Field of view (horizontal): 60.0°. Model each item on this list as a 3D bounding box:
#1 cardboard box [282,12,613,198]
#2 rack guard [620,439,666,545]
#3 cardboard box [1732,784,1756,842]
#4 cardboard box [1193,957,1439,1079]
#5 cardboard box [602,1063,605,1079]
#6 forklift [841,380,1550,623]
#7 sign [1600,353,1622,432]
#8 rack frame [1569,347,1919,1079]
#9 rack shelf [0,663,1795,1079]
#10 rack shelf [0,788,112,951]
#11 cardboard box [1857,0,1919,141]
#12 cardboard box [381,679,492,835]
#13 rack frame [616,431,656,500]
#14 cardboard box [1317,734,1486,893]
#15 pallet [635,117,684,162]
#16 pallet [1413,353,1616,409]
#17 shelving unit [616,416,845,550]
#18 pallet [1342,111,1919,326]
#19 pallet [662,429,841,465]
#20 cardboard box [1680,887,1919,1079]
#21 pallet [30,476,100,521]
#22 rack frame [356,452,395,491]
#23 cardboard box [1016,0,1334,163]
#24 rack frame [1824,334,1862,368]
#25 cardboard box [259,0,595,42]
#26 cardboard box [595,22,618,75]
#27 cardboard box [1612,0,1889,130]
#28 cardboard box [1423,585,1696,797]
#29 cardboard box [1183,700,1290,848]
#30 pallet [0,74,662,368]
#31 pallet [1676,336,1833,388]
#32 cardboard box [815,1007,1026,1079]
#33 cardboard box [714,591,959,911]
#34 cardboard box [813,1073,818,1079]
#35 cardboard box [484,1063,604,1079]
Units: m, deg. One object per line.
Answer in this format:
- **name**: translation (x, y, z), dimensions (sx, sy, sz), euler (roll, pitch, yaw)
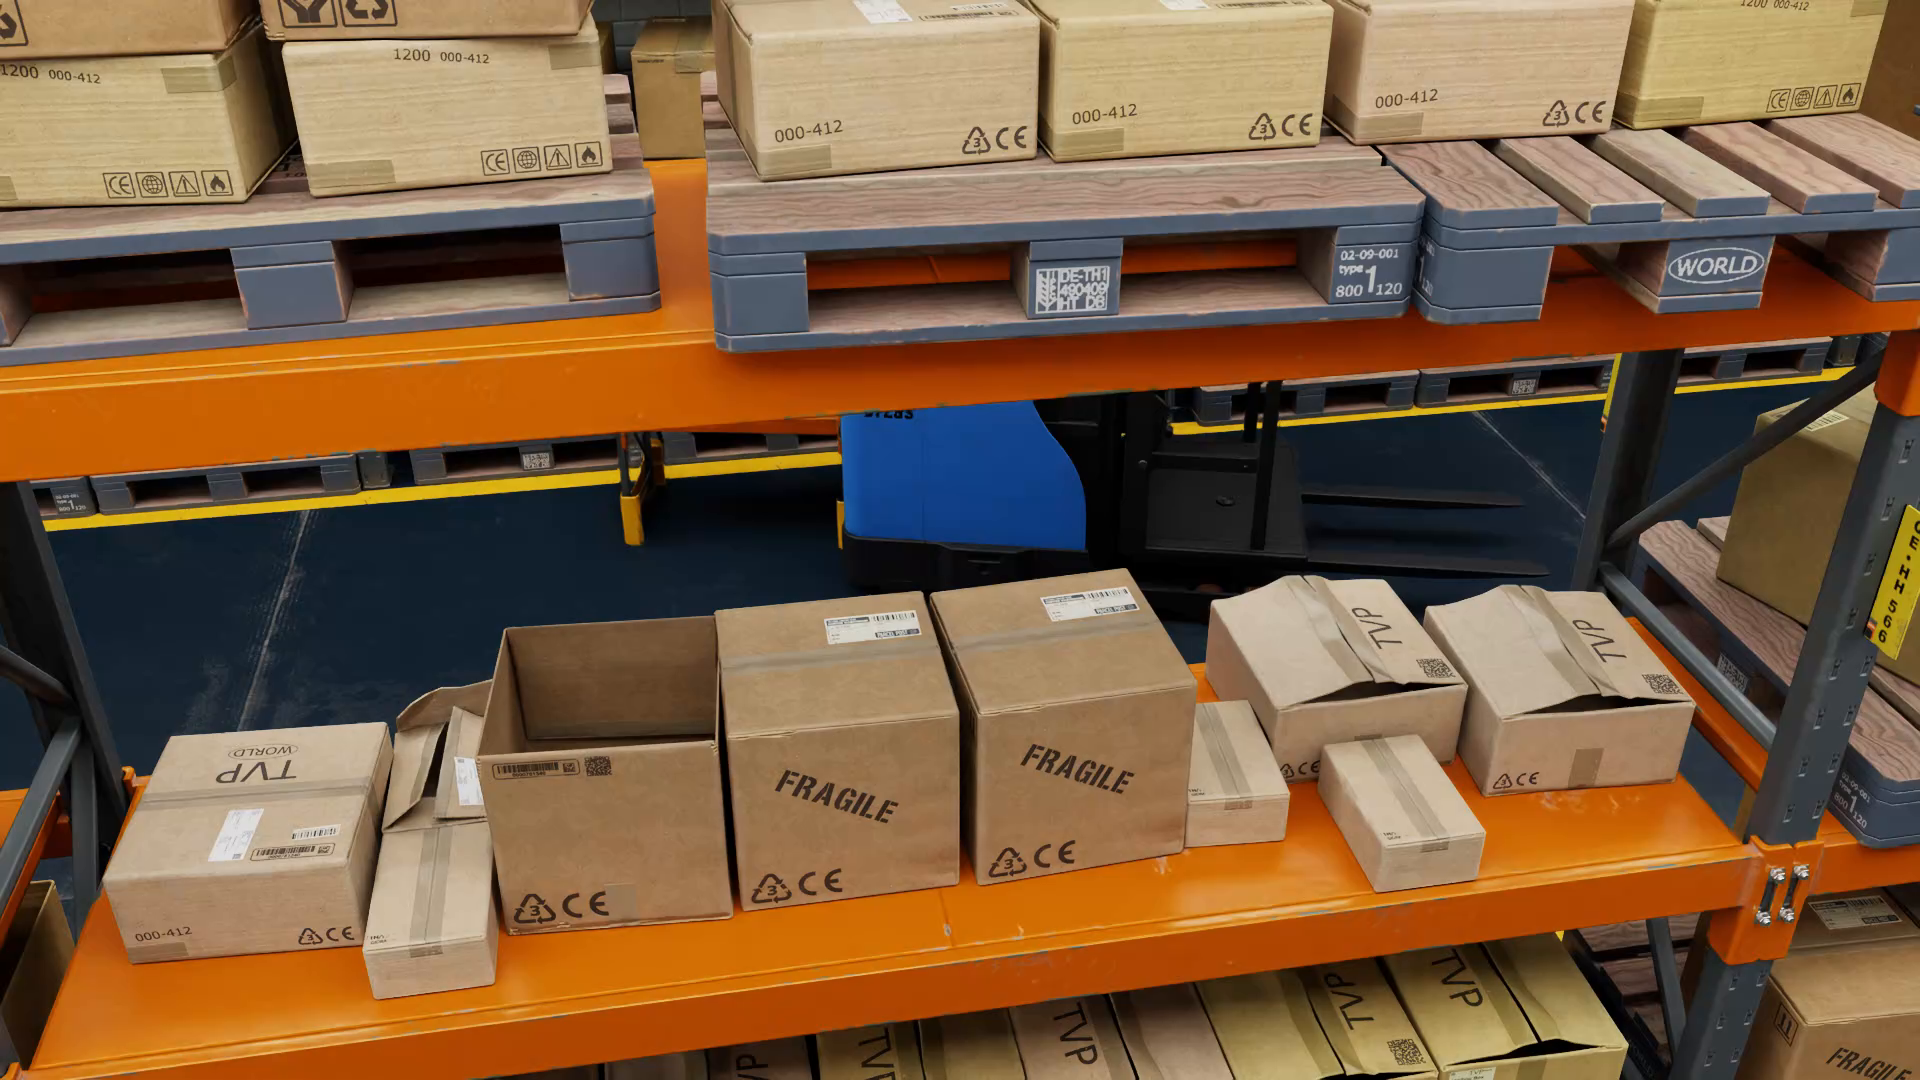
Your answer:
- **cardboard box**: translation (-0.912, -0.833, 2.982), dimensions (0.500, 0.250, 0.500), euler (-8, 31, -14)
- **rack guard**: translation (-1.503, -0.234, 7.901), dimensions (0.087, 0.250, 0.587), euler (1, 30, 2)
- **cardboard box**: translation (2.752, 1.000, 5.123), dimensions (0.500, 0.500, 0.500), euler (-4, 31, -7)
- **cardboard box**: translation (0.894, 1.298, 4.328), dimensions (0.500, 0.311, 0.500), euler (-6, 31, -10)
- **cardboard box**: translation (-1.203, 1.211, 4.476), dimensions (0.500, 0.311, 0.500), euler (-4, 31, -8)
- **forklift**: translation (1.040, -1.182, 6.869), dimensions (3.031, 2.935, 1.130), euler (3, 31, 6)
- **sign**: translation (1.768, -0.421, 4.442), dimensions (0.005, 0.325, 0.100), euler (-5, 31, -9)
- **rack frame**: translation (1.875, 0.314, 4.256), dimensions (0.127, 3.000, 1.000), euler (-5, 31, -9)
- **rack shelf**: translation (-0.093, 0.807, 4.128), dimensions (4.000, 0.370, 1.077), euler (-5, 31, -9)
- **rack shelf**: translation (-4.027, 1.172, 3.507), dimensions (4.000, 0.370, 1.077), euler (-5, 31, -9)
- **cardboard box**: translation (2.298, -1.079, 3.567), dimensions (0.500, 0.500, 0.910), euler (-5, 31, -9)
- **cardboard box**: translation (-1.228, 0.565, 3.962), dimensions (0.258, 0.266, 0.396), euler (-6, 31, -10)
- **rack frame**: translation (-1.522, -0.773, 7.585), dimensions (0.032, 1.500, 0.500), euler (1, 30, 2)
- **cardboard box**: translation (1.040, 0.642, 3.946), dimensions (0.250, 0.149, 0.380), euler (-5, 31, -9)
- **pallet**: translation (-0.961, -1.871, 8.163), dimensions (1.213, 0.211, 1.003), euler (-5, 31, -9)
- **pallet**: translation (2.965, -1.097, 9.408), dimensions (1.213, 0.211, 1.003), euler (-5, 31, -9)
- **shelving unit**: translation (-1.005, -0.761, 7.565), dimensions (1.083, 1.500, 0.587), euler (1, 30, 2)
- **pallet**: translation (1.223, -0.791, 3.363), dimensions (1.003, 0.211, 1.213), euler (-4, 31, -7)
- **pallet**: translation (-0.988, -0.773, 8.856), dimensions (1.213, 0.211, 1.003), euler (-5, 31, -9)
- **cardboard box**: translation (2.374, 1.303, 4.607), dimensions (0.500, 0.500, 0.500), euler (-4, 31, -7)
- **pallet**: translation (-4.813, -0.396, 8.215), dimensions (1.213, 0.211, 1.003), euler (-5, 31, -9)
- **rack frame**: translation (-2.956, -1.790, 7.835), dimensions (0.127, 3.000, 1.000), euler (-5, 31, -9)
- **cardboard box**: translation (0.361, -0.922, 3.134), dimensions (0.500, 0.250, 0.500), euler (-6, 31, -10)
- **rack frame**: translation (4.913, -2.520, 9.077), dimensions (0.127, 3.000, 1.000), euler (-5, 31, -9)
- **cardboard box**: translation (-0.890, -1.153, 2.787), dimensions (0.500, 0.500, 0.500), euler (-2, 31, -4)
- **cardboard box**: translation (-1.898, -2.100, 7.829), dimensions (0.500, 0.500, 0.700), euler (-2, 31, -4)
- **cardboard box**: translation (1.438, -1.026, 3.309), dimensions (0.500, 0.250, 0.500), euler (-8, 31, -13)
- **cardboard box**: translation (1.509, 0.364, 4.260), dimensions (0.500, 0.311, 0.500), euler (-3, 31, -6)
- **cardboard box**: translation (0.630, 0.567, 4.074), dimensions (0.250, 0.149, 0.380), euler (-3, 31, -5)
- **pallet**: translation (-1.195, -0.618, 3.071), dimensions (1.217, 0.209, 0.805), euler (-7, 31, -11)
- **pallet**: translation (4.168, -1.210, 9.600), dimensions (1.213, 0.211, 1.003), euler (-5, 31, -9)
- **cardboard box**: translation (-0.097, 1.387, 4.176), dimensions (0.500, 0.311, 0.500), euler (-4, 31, -8)
- **cardboard box**: translation (-0.291, 0.480, 3.875), dimensions (0.500, 0.500, 0.500), euler (-5, 31, -9)
- **cardboard box**: translation (-0.106, 1.630, 4.318), dimensions (0.500, 0.250, 0.500), euler (-5, 31, -8)
- **cardboard box**: translation (-1.115, 1.485, 4.010), dimensions (0.500, 0.311, 0.500), euler (-6, 31, -10)
